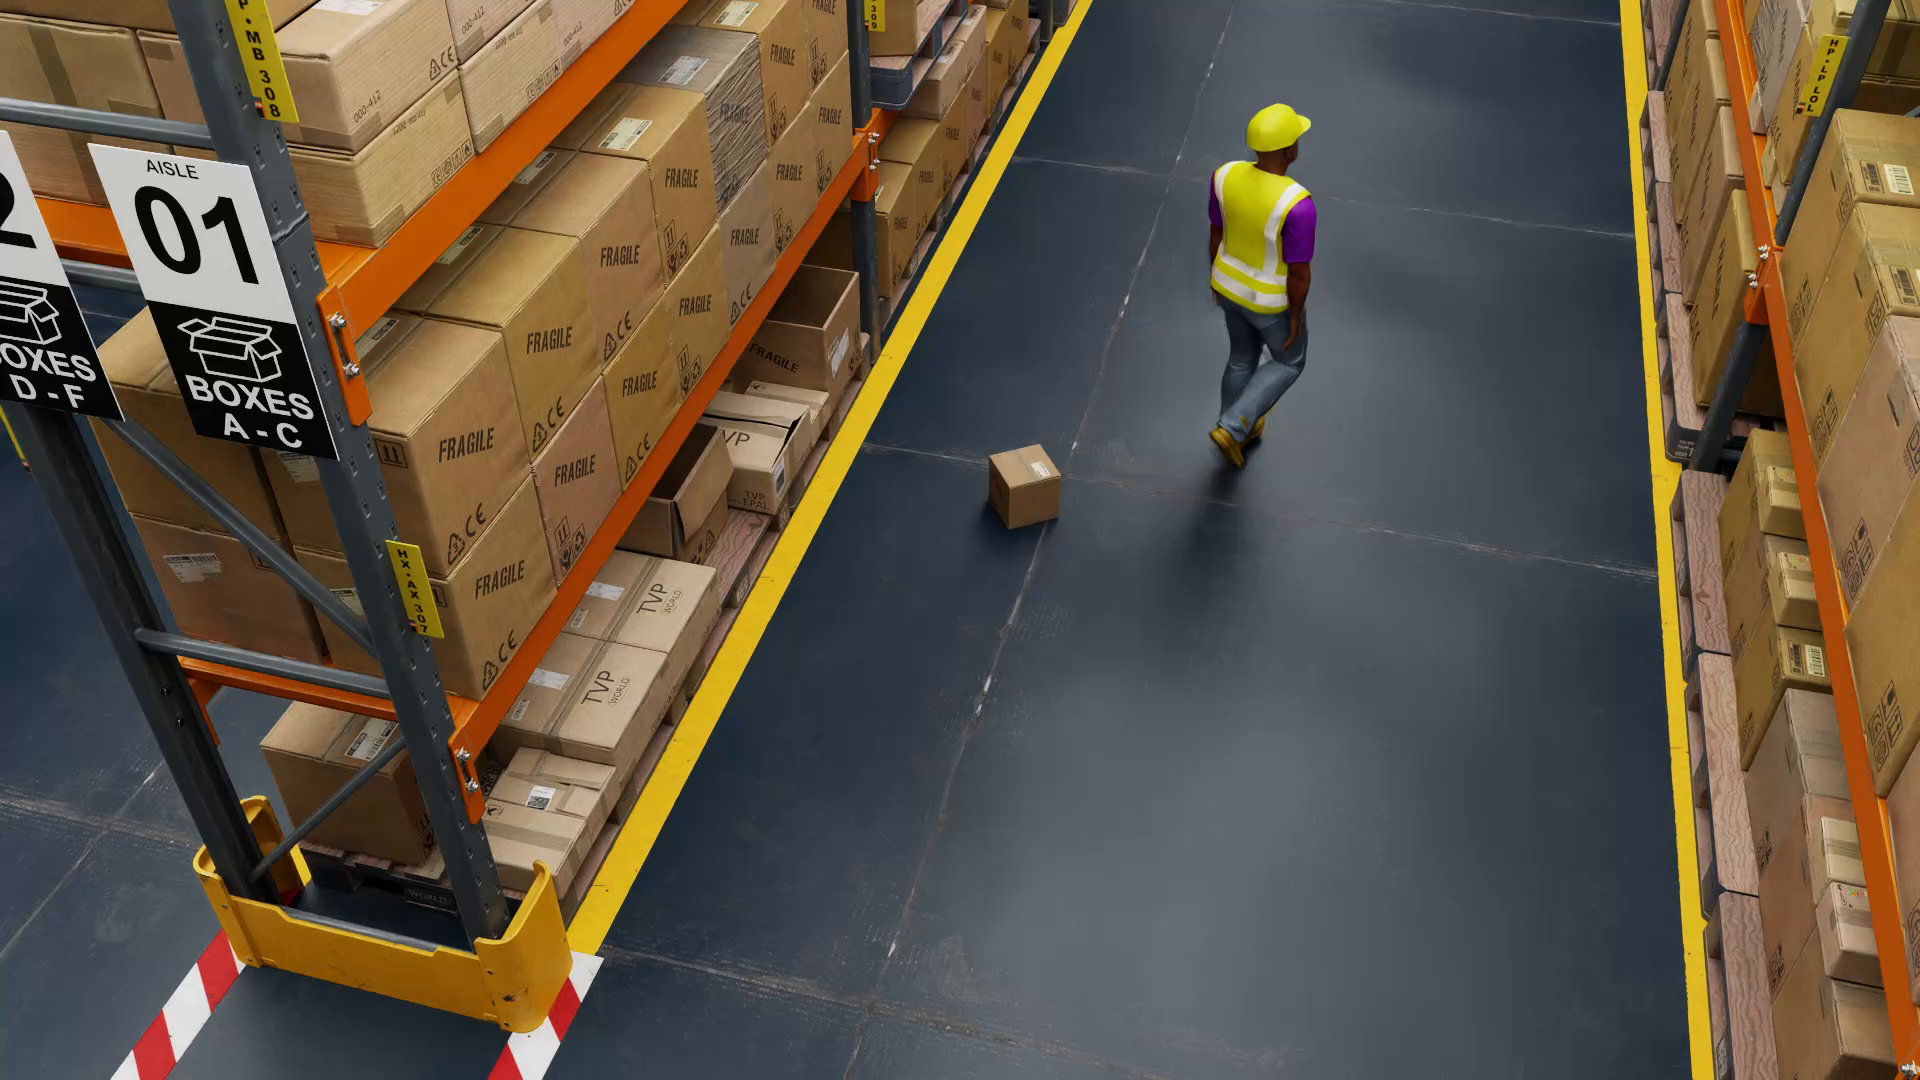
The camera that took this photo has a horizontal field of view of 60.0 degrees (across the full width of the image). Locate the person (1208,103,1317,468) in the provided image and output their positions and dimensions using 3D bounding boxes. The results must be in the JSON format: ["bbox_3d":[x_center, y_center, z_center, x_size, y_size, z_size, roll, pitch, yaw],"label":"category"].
[{"bbox_3d":[1.296,-1.092,7.371,0.550,1.755,0.564,-31,50,-31],"label":"person"}]
